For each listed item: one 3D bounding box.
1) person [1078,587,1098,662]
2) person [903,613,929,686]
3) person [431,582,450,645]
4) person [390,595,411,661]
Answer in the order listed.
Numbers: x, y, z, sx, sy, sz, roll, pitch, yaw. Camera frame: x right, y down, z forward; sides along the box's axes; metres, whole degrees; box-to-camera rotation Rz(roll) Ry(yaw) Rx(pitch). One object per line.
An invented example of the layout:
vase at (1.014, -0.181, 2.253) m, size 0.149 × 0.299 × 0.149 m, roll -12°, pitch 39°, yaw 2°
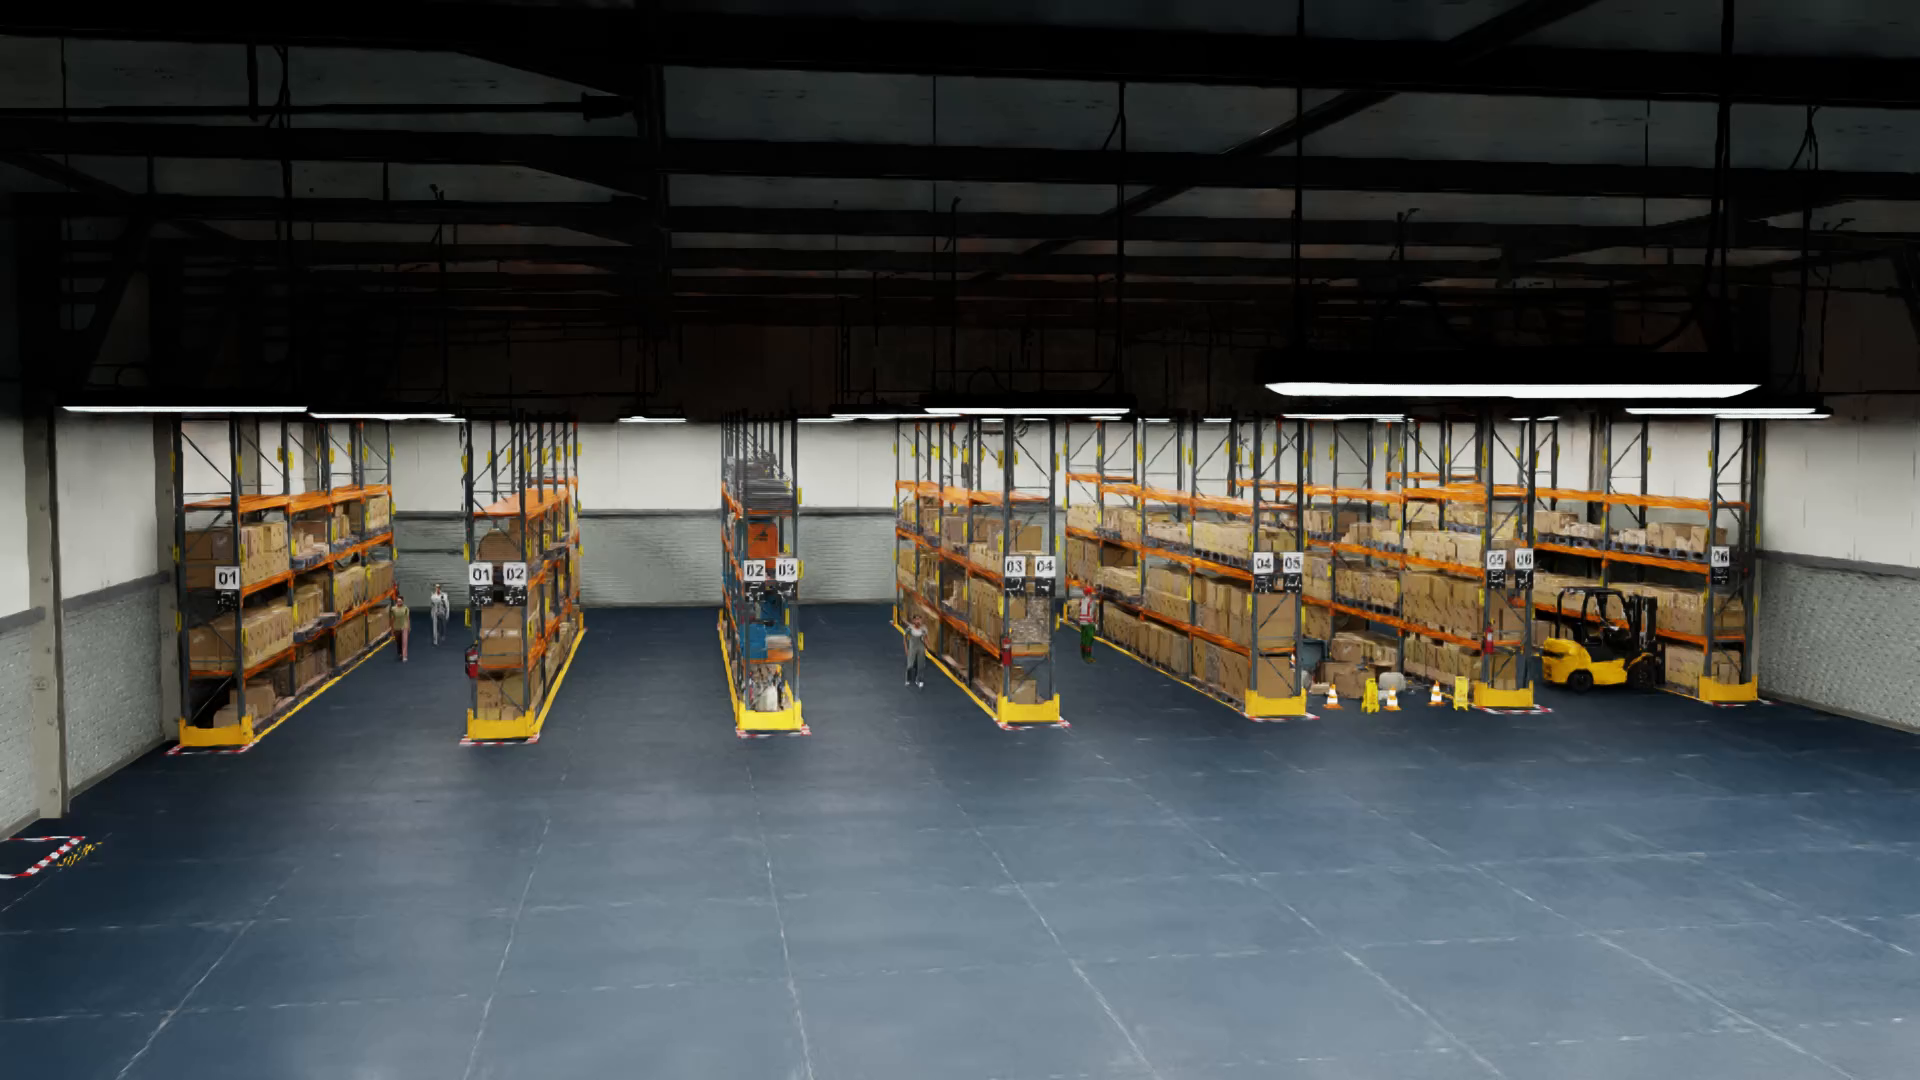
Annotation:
person at (3.068, 2.016, 40.081) m, size 0.333 × 1.790 × 0.606 m, roll -3°, pitch 5°, yaw -40°
person at (-0.962, 2.392, 36.264) m, size 0.580 × 1.616 × 0.502 m, roll -1°, pitch 4°, yaw -12°
person at (-13.513, 1.888, 43.233) m, size 0.500 × 1.625 × 0.998 m, roll -1°, pitch 4°, yaw -11°
person at (-13.524, 2.106, 40.149) m, size 0.451 × 1.586 × 1.091 m, roll -1°, pitch 4°, yaw -12°
